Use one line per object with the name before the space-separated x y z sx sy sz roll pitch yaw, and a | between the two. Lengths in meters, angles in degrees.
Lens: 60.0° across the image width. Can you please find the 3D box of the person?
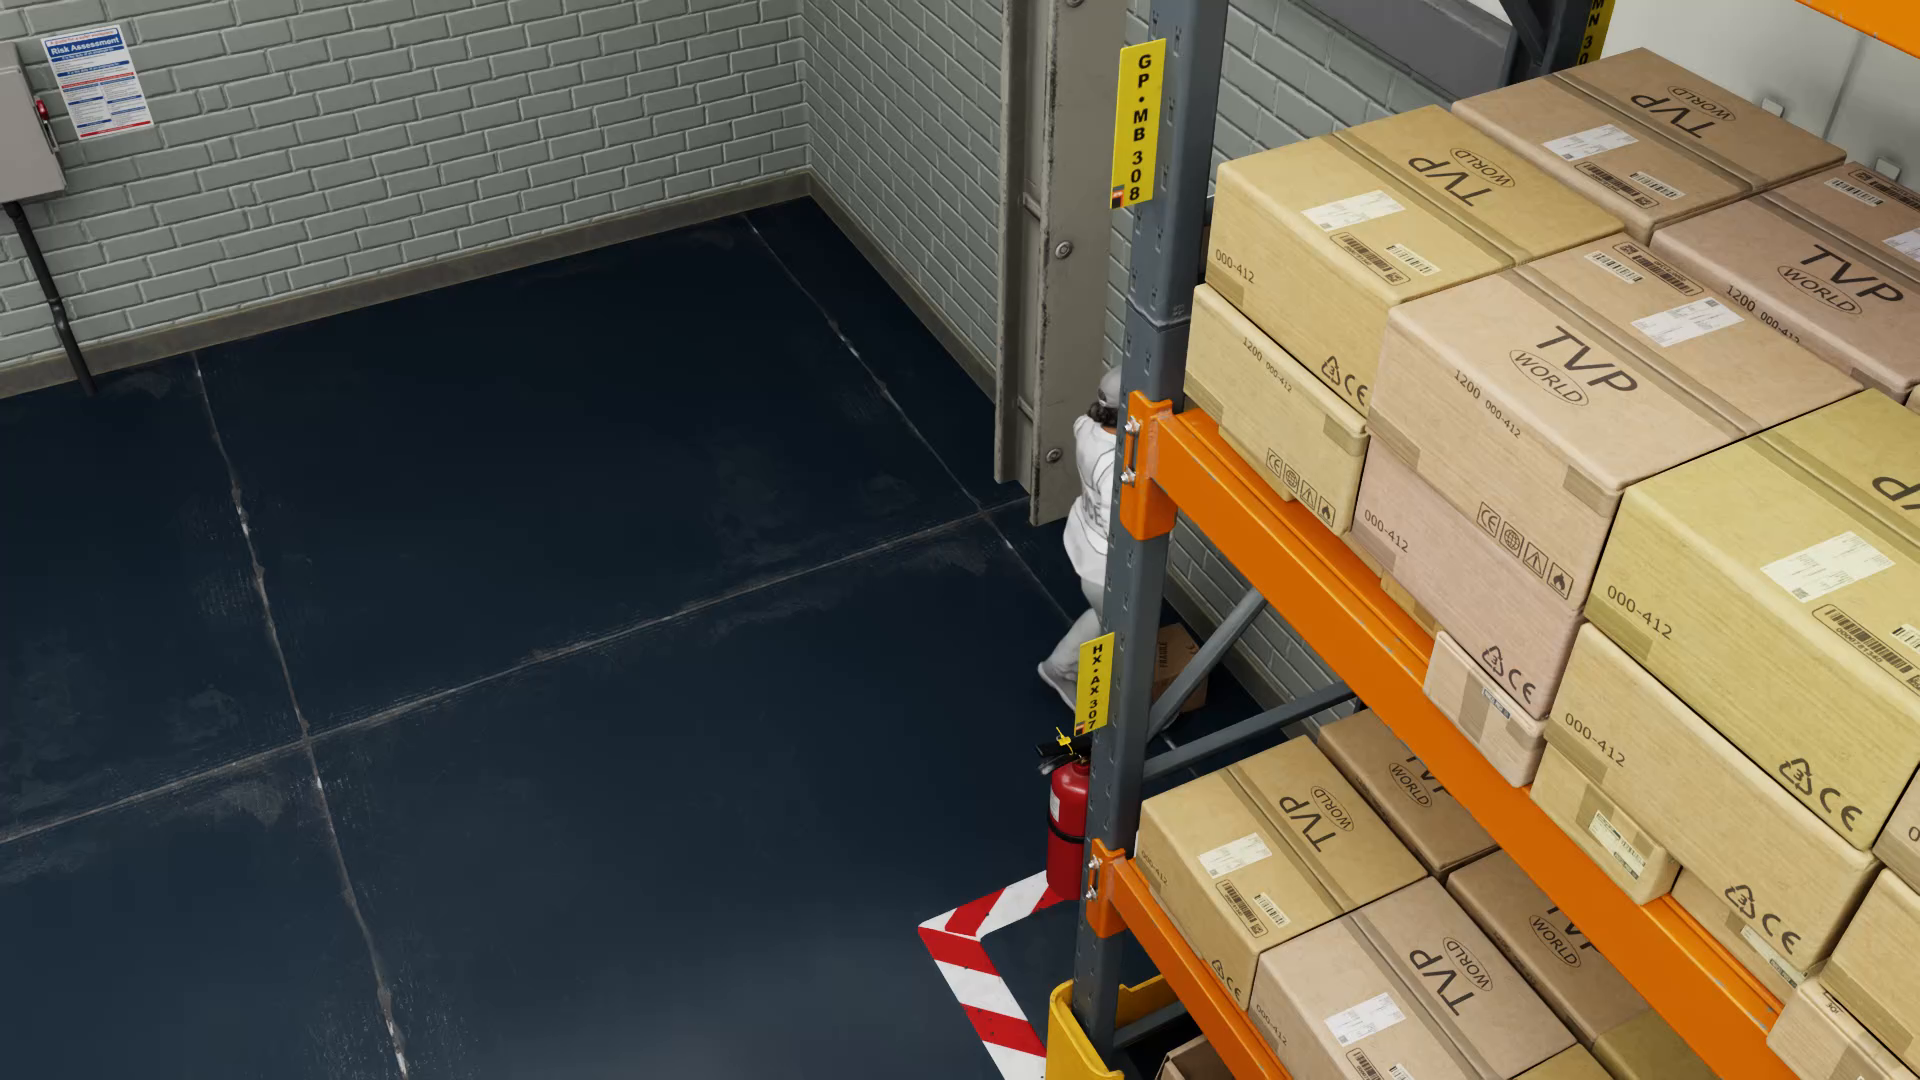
person | 0.593 0.065 6.070 0.528 1.651 0.491 -7 42 -8
